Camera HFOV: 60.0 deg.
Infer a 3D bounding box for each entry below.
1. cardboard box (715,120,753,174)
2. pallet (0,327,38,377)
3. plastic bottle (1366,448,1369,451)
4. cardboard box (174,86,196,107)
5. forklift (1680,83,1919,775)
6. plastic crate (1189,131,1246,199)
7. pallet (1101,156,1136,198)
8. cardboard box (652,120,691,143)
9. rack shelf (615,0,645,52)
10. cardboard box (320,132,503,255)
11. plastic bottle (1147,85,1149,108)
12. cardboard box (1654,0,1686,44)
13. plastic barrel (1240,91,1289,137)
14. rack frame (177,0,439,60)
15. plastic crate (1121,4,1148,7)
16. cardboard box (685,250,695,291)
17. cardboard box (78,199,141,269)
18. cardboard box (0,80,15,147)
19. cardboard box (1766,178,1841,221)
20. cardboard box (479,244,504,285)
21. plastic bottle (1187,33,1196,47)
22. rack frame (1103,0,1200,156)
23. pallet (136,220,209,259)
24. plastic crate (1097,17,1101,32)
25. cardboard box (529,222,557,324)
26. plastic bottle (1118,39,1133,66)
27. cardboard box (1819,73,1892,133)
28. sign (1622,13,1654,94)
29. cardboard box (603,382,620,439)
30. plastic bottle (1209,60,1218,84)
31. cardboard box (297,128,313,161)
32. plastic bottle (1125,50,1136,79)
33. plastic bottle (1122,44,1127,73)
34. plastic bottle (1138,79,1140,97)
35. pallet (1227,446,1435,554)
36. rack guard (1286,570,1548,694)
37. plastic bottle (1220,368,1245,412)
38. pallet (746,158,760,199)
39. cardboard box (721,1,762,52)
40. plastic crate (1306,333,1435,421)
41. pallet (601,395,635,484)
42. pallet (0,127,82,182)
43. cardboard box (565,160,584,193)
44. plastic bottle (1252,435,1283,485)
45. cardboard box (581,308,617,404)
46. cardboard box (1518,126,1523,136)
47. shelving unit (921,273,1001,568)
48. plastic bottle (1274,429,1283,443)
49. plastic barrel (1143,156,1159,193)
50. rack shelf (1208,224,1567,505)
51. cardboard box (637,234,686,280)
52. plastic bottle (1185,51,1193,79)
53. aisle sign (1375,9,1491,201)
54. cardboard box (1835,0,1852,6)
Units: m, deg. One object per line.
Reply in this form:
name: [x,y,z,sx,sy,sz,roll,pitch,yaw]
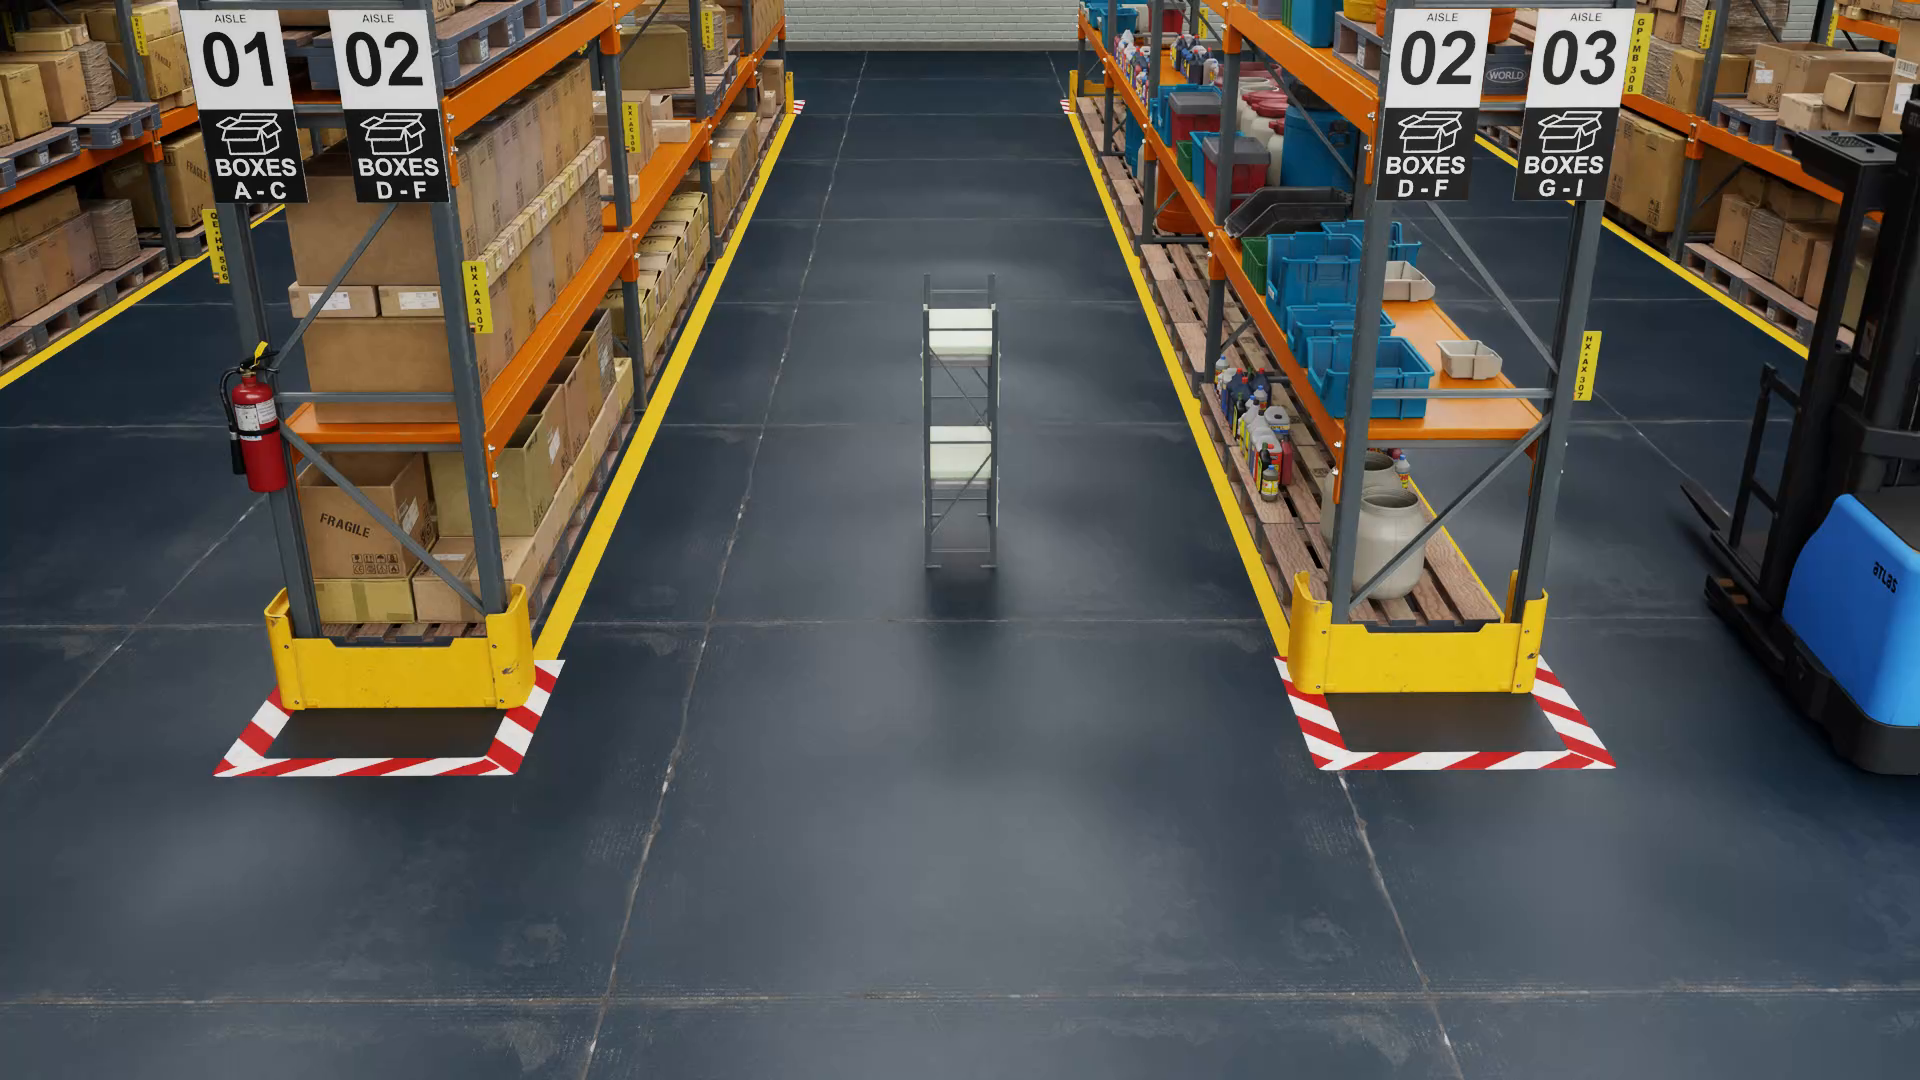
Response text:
cardboard box: [-2.522,-4.239,17.982,0.500,0.500,0.500,0,24,0]
pallet: [-7.687,-1.313,12.397,1.003,0.211,1.213,0,24,-1]
plastic bottle: [2.558,-0.631,10.282,0.097,0.271,0.097,0,24,0]
cardboard box: [-7.405,-4.156,15.580,0.380,0.149,0.250,0,24,1]
forklift: [4.572,-0.853,8.080,1.130,2.935,3.031,1,24,3]
plastic crate: [1.906,-2.753,12.217,0.392,0.384,0.575,0,24,-1]
pallet: [2.109,-4.015,18.372,1.003,0.211,1.213,0,24,-1]
cardboard box: [-2.481,-3.451,14.045,0.380,0.149,0.250,0,24,-1]
rack shelf: [-2.745,-4.150,12.518,1.077,0.370,4.000,0,24,-1]
cardboard box: [-2.684,-1.706,8.186,0.700,0.500,0.500,-1,24,-2]
plastic bottle: [1.755,-4.067,15.244,0.061,0.283,0.133,0,24,-1]
cardboard box: [7.142,-5.050,15.938,0.797,0.503,0.637,0,24,1]
plastic barrel: [2.426,-3.245,13.120,0.433,0.535,0.433,0,24,0]
rack frame: [-2.680,-3.372,6.285,1.000,3.000,0.127,0,24,-1]
plastic crate: [2.289,-6.824,21.445,0.396,0.136,0.243,0,24,-1]
cardboard box: [-2.506,-2.238,13.885,0.500,0.250,0.500,0,24,1]
cardboard box: [-7.661,-2.676,14.526,0.700,0.500,0.500,0,24,0]
cardboard box: [-7.686,-3.220,12.575,0.700,0.500,0.500,3,25,7]
cardboard box: [7.192,-2.887,14.082,0.500,0.250,0.500,2,24,5]
cardboard box: [-2.476,-1.354,8.195,0.380,0.149,0.250,0,24,0]
plastic bottle: [2.479,-5.204,17.676,0.144,0.351,0.185,0,24,-1]
rack frame: [2.142,-5.604,18.500,1.000,3.000,0.127,0,24,-1]
pallet: [-7.654,-2.966,16.051,1.003,0.211,1.213,0,24,-1]
plastic crate: [1.823,-6.227,20.126,0.293,0.136,0.466,0,24,-1]
cardboard box: [-2.692,-1.514,9.337,0.700,0.500,0.500,0,24,1]
plastic bottle: [1.770,-5.204,17.767,0.152,0.276,0.135,0,24,-1]
cardboard box: [7.071,-3.282,12.731,0.797,0.503,0.637,2,24,5]
sign: [2.823,-2.031,6.949,0.100,0.325,0.005,0,24,-1]
cardboard box: [-2.504,-0.829,10.770,0.500,0.250,0.500,0,24,-1]
plastic bottle: [2.518,-4.601,16.438,0.097,0.271,0.097,0,24,0]
cardboard box: [-7.627,-4.504,18.167,0.750,0.750,0.750,0,24,0]
plastic bottle: [1.779,-4.878,17.045,0.152,0.276,0.135,0,24,-1]
plastic bottle: [1.729,-5.032,17.377,0.061,0.283,0.133,0,24,-1]
plastic bottle: [1.764,-4.373,16.020,0.097,0.201,0.097,0,24,0]
pallet: [2.211,-0.256,10.060,1.003,0.211,1.213,0,24,-1]
rack guard: [2.225,0.449,8.151,1.175,0.500,0.348,0,24,-1]
plastic bottle: [1.826,-1.000,11.093,0.152,0.276,0.135,1,24,1]
pallet: [-2.764,-3.977,18.288,1.003,0.211,1.213,0,24,-1]
cardboard box: [-2.544,-5.840,18.901,0.500,0.500,0.500,0,24,1]
plastic crate: [1.968,-0.796,8.051,0.499,0.251,0.616,0,24,-1]
pallet: [-2.757,-0.688,11.015,1.003,0.211,1.213,0,24,-1]
pallet: [-7.658,-3.008,12.994,1.003,0.211,1.213,0,24,-1]
cardboard box: [-2.496,-2.199,10.063,0.380,0.149,0.250,0,24,-1]
plastic bottle: [1.839,-0.477,9.937,0.152,0.276,0.135,0,24,0]
cardboard box: [-2.506,-1.171,10.615,0.500,0.500,0.500,0,24,-1]
cardboard box: [7.168,-5.122,19.503,0.875,0.875,0.875,0,24,-1]
shelving unit: [0.000,-0.681,9.435,0.431,1.500,0.755,0,24,-1]
plastic bottle: [1.952,-0.587,10.270,0.097,0.201,0.097,0,24,0]
plastic barrel: [2.151,-3.715,16.741,0.600,0.588,0.708,0,24,-1]
rack shelf: [2.251,-1.155,9.538,1.077,0.370,4.000,0,24,-1]
cardboard box: [-2.497,-2.286,13.310,0.500,0.311,0.500,0,24,1]
plastic bottle: [2.359,-4.867,17.027,0.097,0.271,0.097,0,24,0]
aisle sign: [1.977,-1.813,6.963,0.394,0.787,0.004,0,24,-1]
cardboard box: [11.741,-7.250,21.657,0.500,0.500,0.500,1,24,2]
